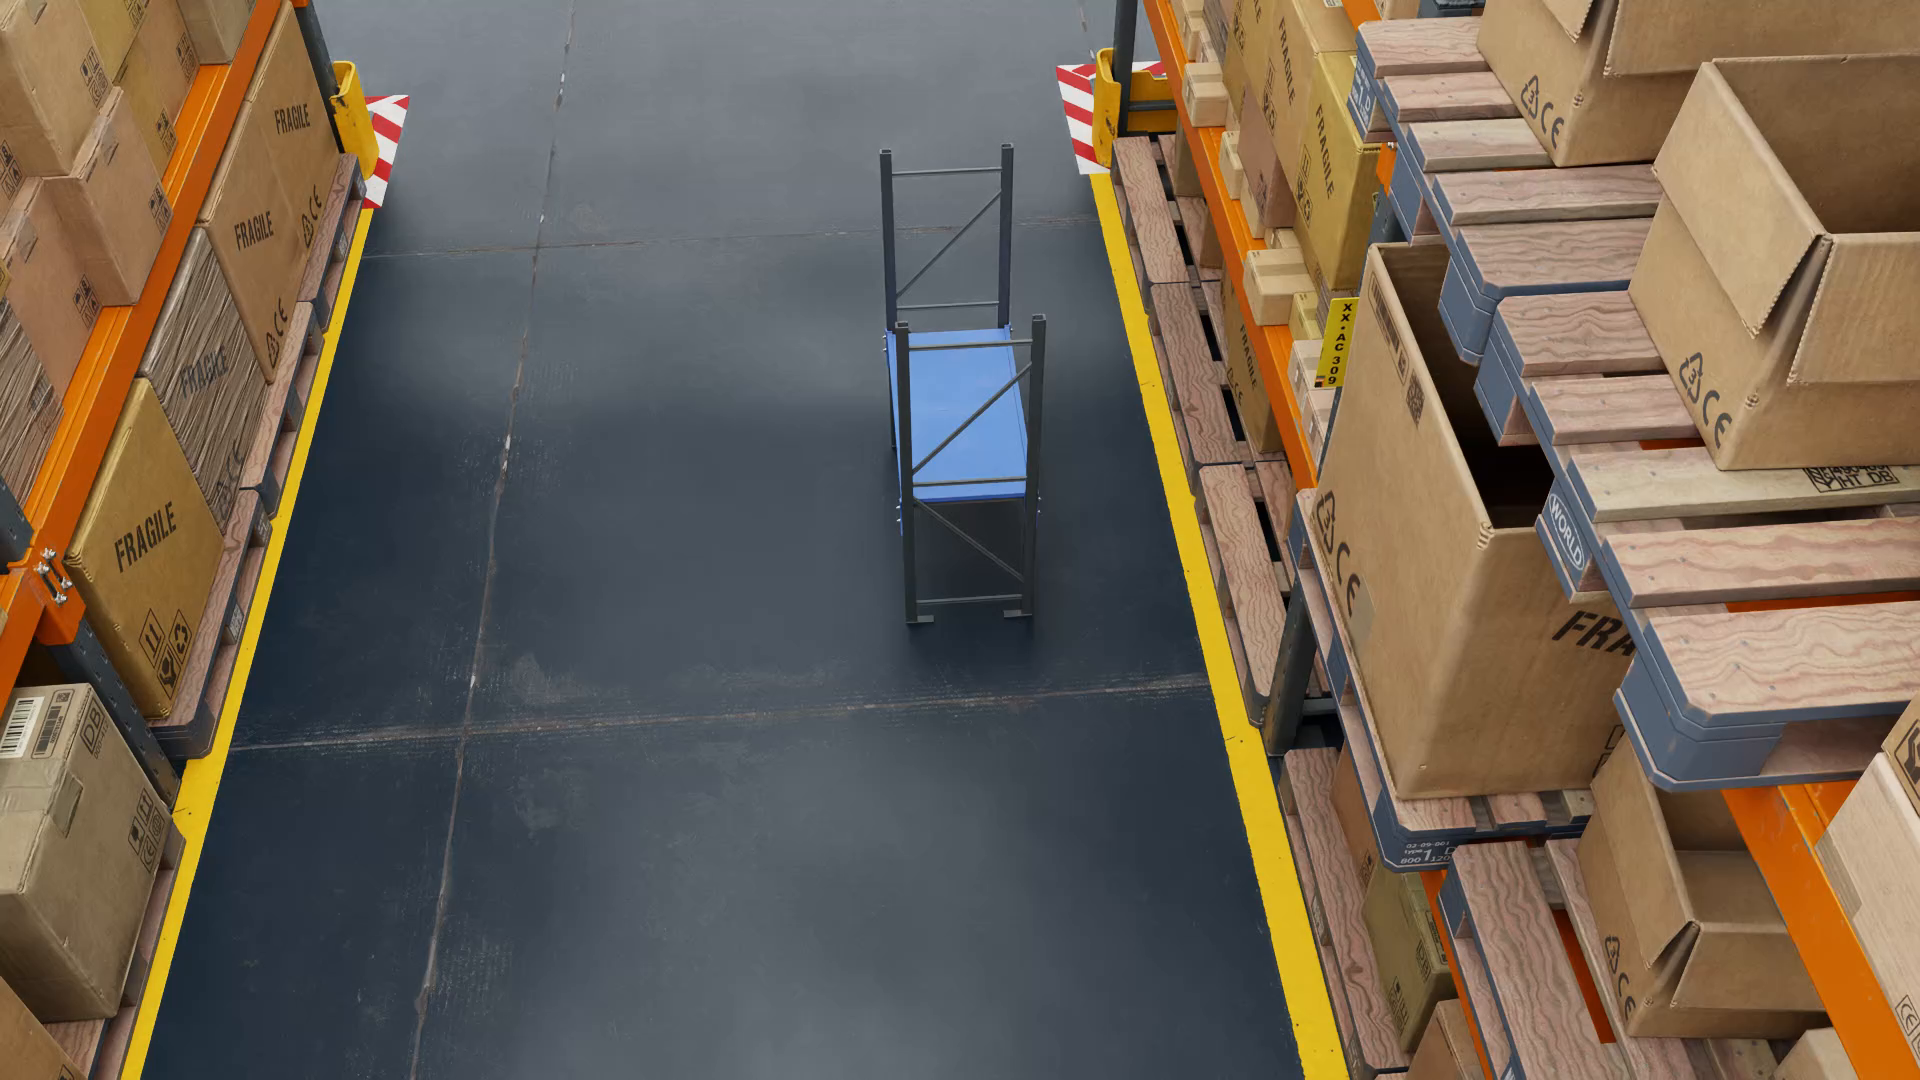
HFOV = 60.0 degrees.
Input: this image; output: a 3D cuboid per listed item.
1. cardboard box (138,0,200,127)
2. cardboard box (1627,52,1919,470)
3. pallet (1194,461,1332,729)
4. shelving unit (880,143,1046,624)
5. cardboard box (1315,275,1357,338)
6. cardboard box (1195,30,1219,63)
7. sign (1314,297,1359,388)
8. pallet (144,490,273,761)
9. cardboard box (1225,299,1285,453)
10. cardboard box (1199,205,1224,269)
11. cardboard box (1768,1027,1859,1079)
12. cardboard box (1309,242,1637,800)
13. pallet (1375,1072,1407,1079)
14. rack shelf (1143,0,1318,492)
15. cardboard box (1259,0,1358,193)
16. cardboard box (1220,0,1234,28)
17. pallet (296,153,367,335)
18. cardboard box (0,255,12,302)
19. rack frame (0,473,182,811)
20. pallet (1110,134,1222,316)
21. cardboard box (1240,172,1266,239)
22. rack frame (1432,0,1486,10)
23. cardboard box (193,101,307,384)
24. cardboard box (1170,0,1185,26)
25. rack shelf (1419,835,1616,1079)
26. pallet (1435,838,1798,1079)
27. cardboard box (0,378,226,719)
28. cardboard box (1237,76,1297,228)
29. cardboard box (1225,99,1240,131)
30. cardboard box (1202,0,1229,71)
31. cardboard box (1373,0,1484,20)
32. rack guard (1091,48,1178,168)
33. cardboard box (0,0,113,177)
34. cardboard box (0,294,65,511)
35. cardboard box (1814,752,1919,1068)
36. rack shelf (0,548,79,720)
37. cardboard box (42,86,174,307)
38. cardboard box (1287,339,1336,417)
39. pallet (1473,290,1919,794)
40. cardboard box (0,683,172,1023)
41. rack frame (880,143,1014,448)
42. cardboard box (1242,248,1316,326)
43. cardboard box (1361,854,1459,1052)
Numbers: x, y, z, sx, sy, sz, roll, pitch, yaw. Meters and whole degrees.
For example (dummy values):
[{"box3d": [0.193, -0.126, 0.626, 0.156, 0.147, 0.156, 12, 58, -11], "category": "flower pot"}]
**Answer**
[{"box3d": [-3.594, -1.945, 6.560, 0.875, 0.550, 0.550, -3, 47, -3], "category": "cardboard box"}, {"box3d": [1.647, -0.487, 2.855, 0.797, 0.503, 0.637, -2, 47, -2], "category": "cardboard box"}, {"box3d": [1.535, 0.172, 6.578, 1.003, 0.211, 1.213, -3, 47, -3], "category": "pallet"}, {"box3d": [-0.007, -0.577, 6.400, 0.538, 1.500, 1.048, -3, 47, -3], "category": "shelving unit"}, {"box3d": [1.650, -0.769, 5.275, 0.875, 0.500, 0.500, -3, 47, -3], "category": "cardboard box"}, {"box3d": [1.189, -1.986, 6.875, 0.380, 0.149, 0.250, -3, 47, -3], "category": "cardboard box"}, {"box3d": [1.086, -0.562, 4.757, 0.100, 0.325, 0.005, -3, 47, -3], "category": "sign"}, {"box3d": [-3.310, 0.329, 6.429, 1.003, 0.211, 1.213, -3, 47, -3], "category": "pallet"}, {"box3d": [1.447, -0.738, 6.952, 0.500, 0.500, 0.500, -7, 47, -7], "category": "cardboard box"}, {"box3d": [1.411, -1.599, 7.767, 0.500, 0.500, 0.500, 8, 47, 7], "category": "cardboard box"}, {"box3d": [2.050, 1.272, 3.430, 0.500, 0.250, 0.500, -5, 47, -4], "category": "cardboard box"}, {"box3d": [1.553, -0.070, 4.185, 1.000, 1.000, 1.000, -3, 47, -3], "category": "cardboard box"}, {"box3d": [1.798, 2.104, 4.749, 1.003, 0.211, 1.213, -3, 47, -3], "category": "pallet"}, {"box3d": [1.459, -1.503, 6.739, 1.077, 0.370, 4.000, -3, 47, -3], "category": "rack shelf"}, {"box3d": [1.271, -1.454, 5.235, 0.500, 0.500, 0.500, -3, 47, -3], "category": "cardboard box"}, {"box3d": [1.192, -2.178, 5.921, 0.500, 0.500, 0.500, -3, 47, -3], "category": "cardboard box"}, {"box3d": [-3.515, -1.436, 8.101, 1.003, 0.211, 1.213, -3, 47, -3], "category": "pallet"}, {"box3d": [-3.321, -0.767, 4.700, 0.875, 0.550, 0.550, -3, 47, -3], "category": "cardboard box"}, {"box3d": [-3.325, -0.075, 4.891, 1.000, 3.000, 0.127, -3, 47, -3], "category": "rack frame"}, {"box3d": [1.331, -1.593, 8.250, 1.003, 0.211, 1.213, -3, 47, -3], "category": "pallet"}, {"box3d": [1.260, -1.262, 6.189, 0.380, 0.149, 0.250, -3, 47, -3], "category": "cardboard box"}, {"box3d": [1.626, -2.366, 2.929, 1.000, 3.000, 0.127, -3, 47, -3], "category": "rack frame"}, {"box3d": [-3.461, -1.259, 7.188, 0.875, 0.875, 0.875, -4, 47, -4], "category": "cardboard box"}, {"box3d": [1.127, -2.347, 7.216, 0.380, 0.149, 0.250, -3, 47, -3], "category": "cardboard box"}, {"box3d": [1.794, 1.391, 3.998, 1.077, 0.370, 4.000, -3, 47, -3], "category": "rack shelf"}, {"box3d": [1.755, 1.227, 3.790, 1.003, 0.211, 1.213, -3, 47, -3], "category": "pallet"}, {"box3d": [-3.307, 0.052, 5.945, 0.875, 0.875, 0.875, -3, 47, -3], "category": "cardboard box"}, {"box3d": [1.501, -1.489, 5.957, 0.875, 0.500, 0.500, -3, 47, -3], "category": "cardboard box"}, {"box3d": [1.260, -1.626, 6.534, 0.380, 0.149, 0.250, -3, 47, -3], "category": "cardboard box"}, {"box3d": [1.471, -2.215, 6.645, 0.875, 0.500, 0.500, -3, 47, -3], "category": "cardboard box"}, {"box3d": [1.328, -1.597, 4.370, 0.500, 0.250, 0.500, -2, 47, -2], "category": "cardboard box"}, {"box3d": [1.298, -2.283, 8.704, 1.175, 0.500, 0.348, -3, 47, -3], "category": "rack guard"}, {"box3d": [-3.391, -1.557, 5.448, 0.875, 0.550, 0.550, -3, 47, -3], "category": "cardboard box"}, {"box3d": [-3.367, -0.393, 5.089, 0.875, 0.550, 0.550, -3, 47, -3], "category": "cardboard box"}, {"box3d": [1.583, 0.560, 2.327, 0.500, 0.250, 0.500, -2, 47, -2], "category": "cardboard box"}, {"box3d": [-3.157, 1.620, 3.782, 1.077, 0.370, 4.000, -3, 47, -3], "category": "rack shelf"}, {"box3d": [-3.364, -1.187, 5.841, 0.875, 0.550, 0.550, -3, 47, -3], "category": "cardboard box"}, {"box3d": [1.304, -0.536, 5.501, 0.380, 0.149, 0.250, -3, 47, -3], "category": "cardboard box"}, {"box3d": [1.662, -0.067, 2.947, 1.213, 0.211, 1.003, -3, 47, -3], "category": "pallet"}, {"box3d": [-3.183, 0.998, 5.136, 1.050, 0.750, 0.750, -4, 47, -3], "category": "cardboard box"}, {"box3d": [-0.050, -0.945, 6.749, 0.500, 1.500, 0.032, -3, 47, -3], "category": "rack frame"}, {"box3d": [1.211, -0.894, 5.841, 0.380, 0.149, 0.250, -3, 47, -3], "category": "cardboard box"}, {"box3d": [1.678, 1.197, 5.106, 0.700, 0.500, 0.500, -4, 47, -4], "category": "cardboard box"}]
